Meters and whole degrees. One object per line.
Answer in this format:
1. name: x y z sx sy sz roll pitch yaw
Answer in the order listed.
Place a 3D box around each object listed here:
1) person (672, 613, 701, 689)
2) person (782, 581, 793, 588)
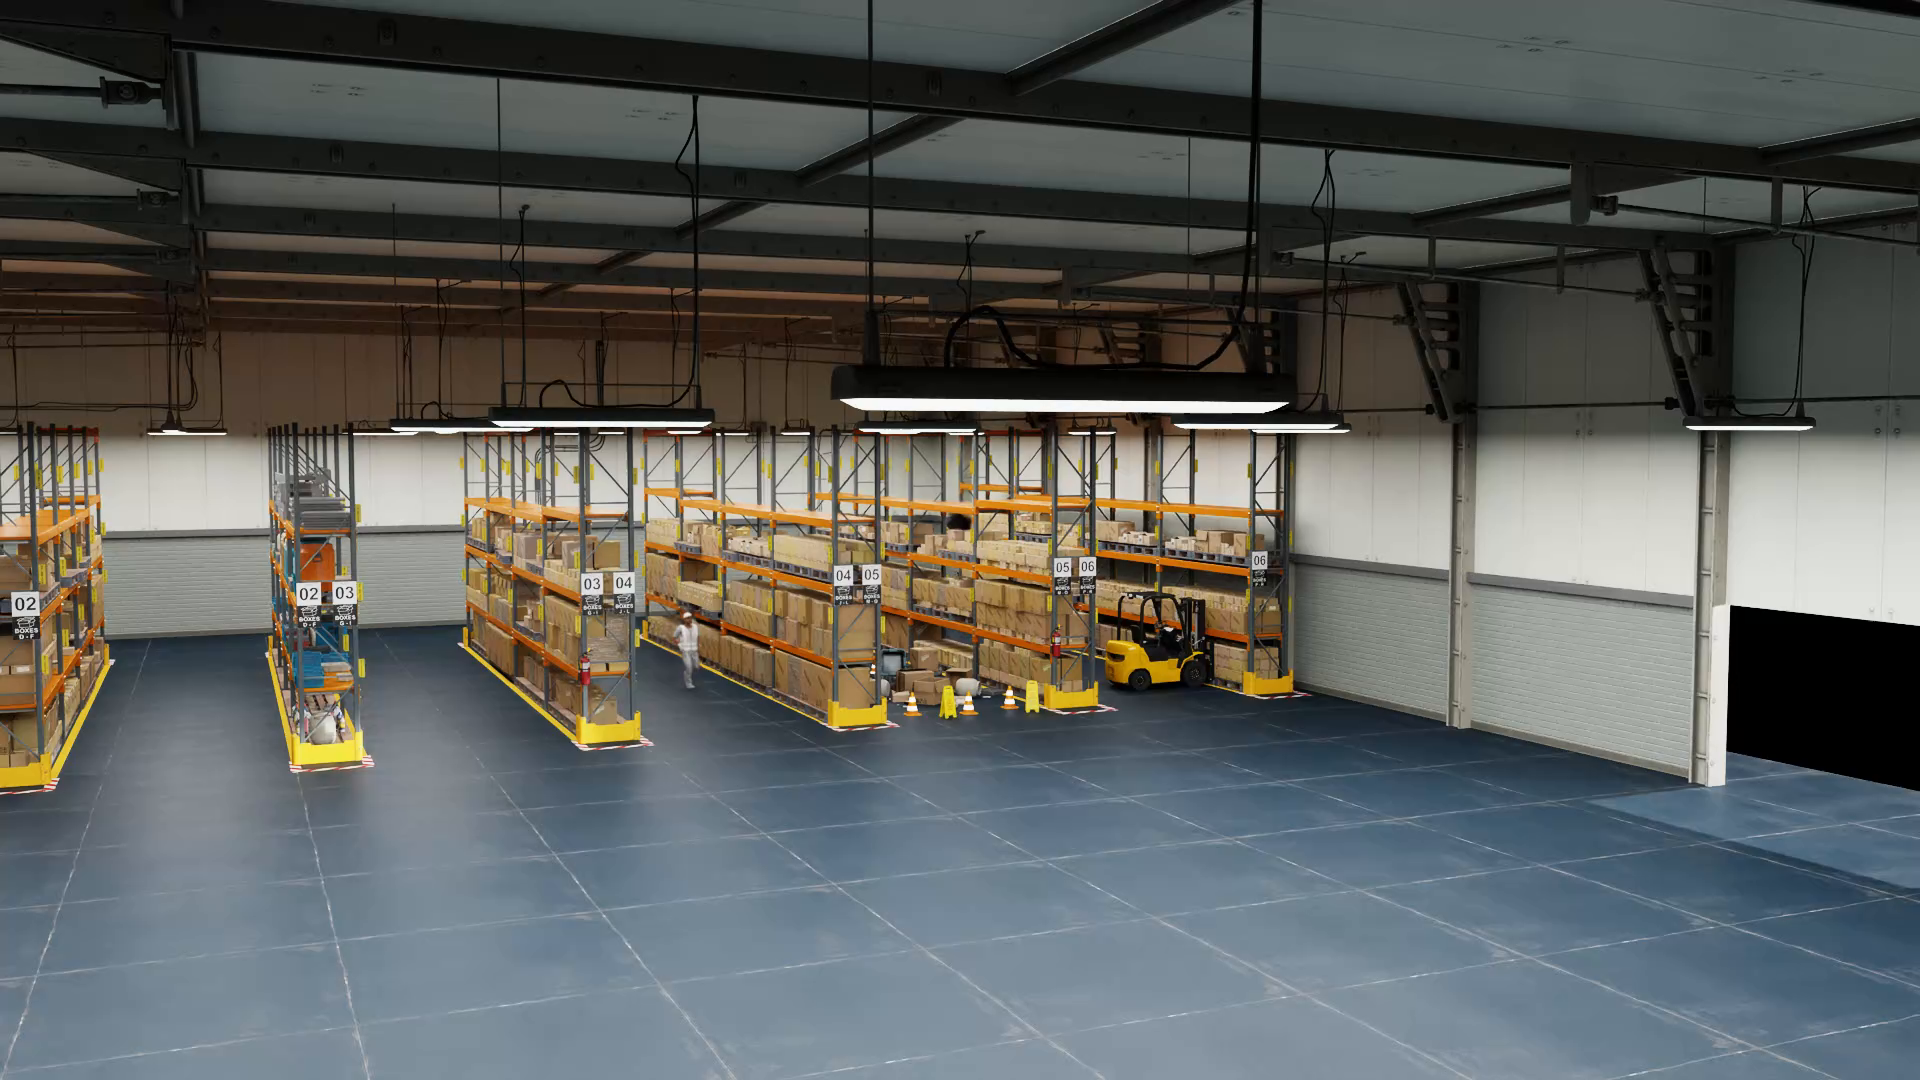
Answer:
1. person: -6.238 2.529 38.101 0.685 1.734 0.667 -2 4 -33
2. person: -5.243 1.742 50.952 0.834 1.733 0.718 -1 4 -13
